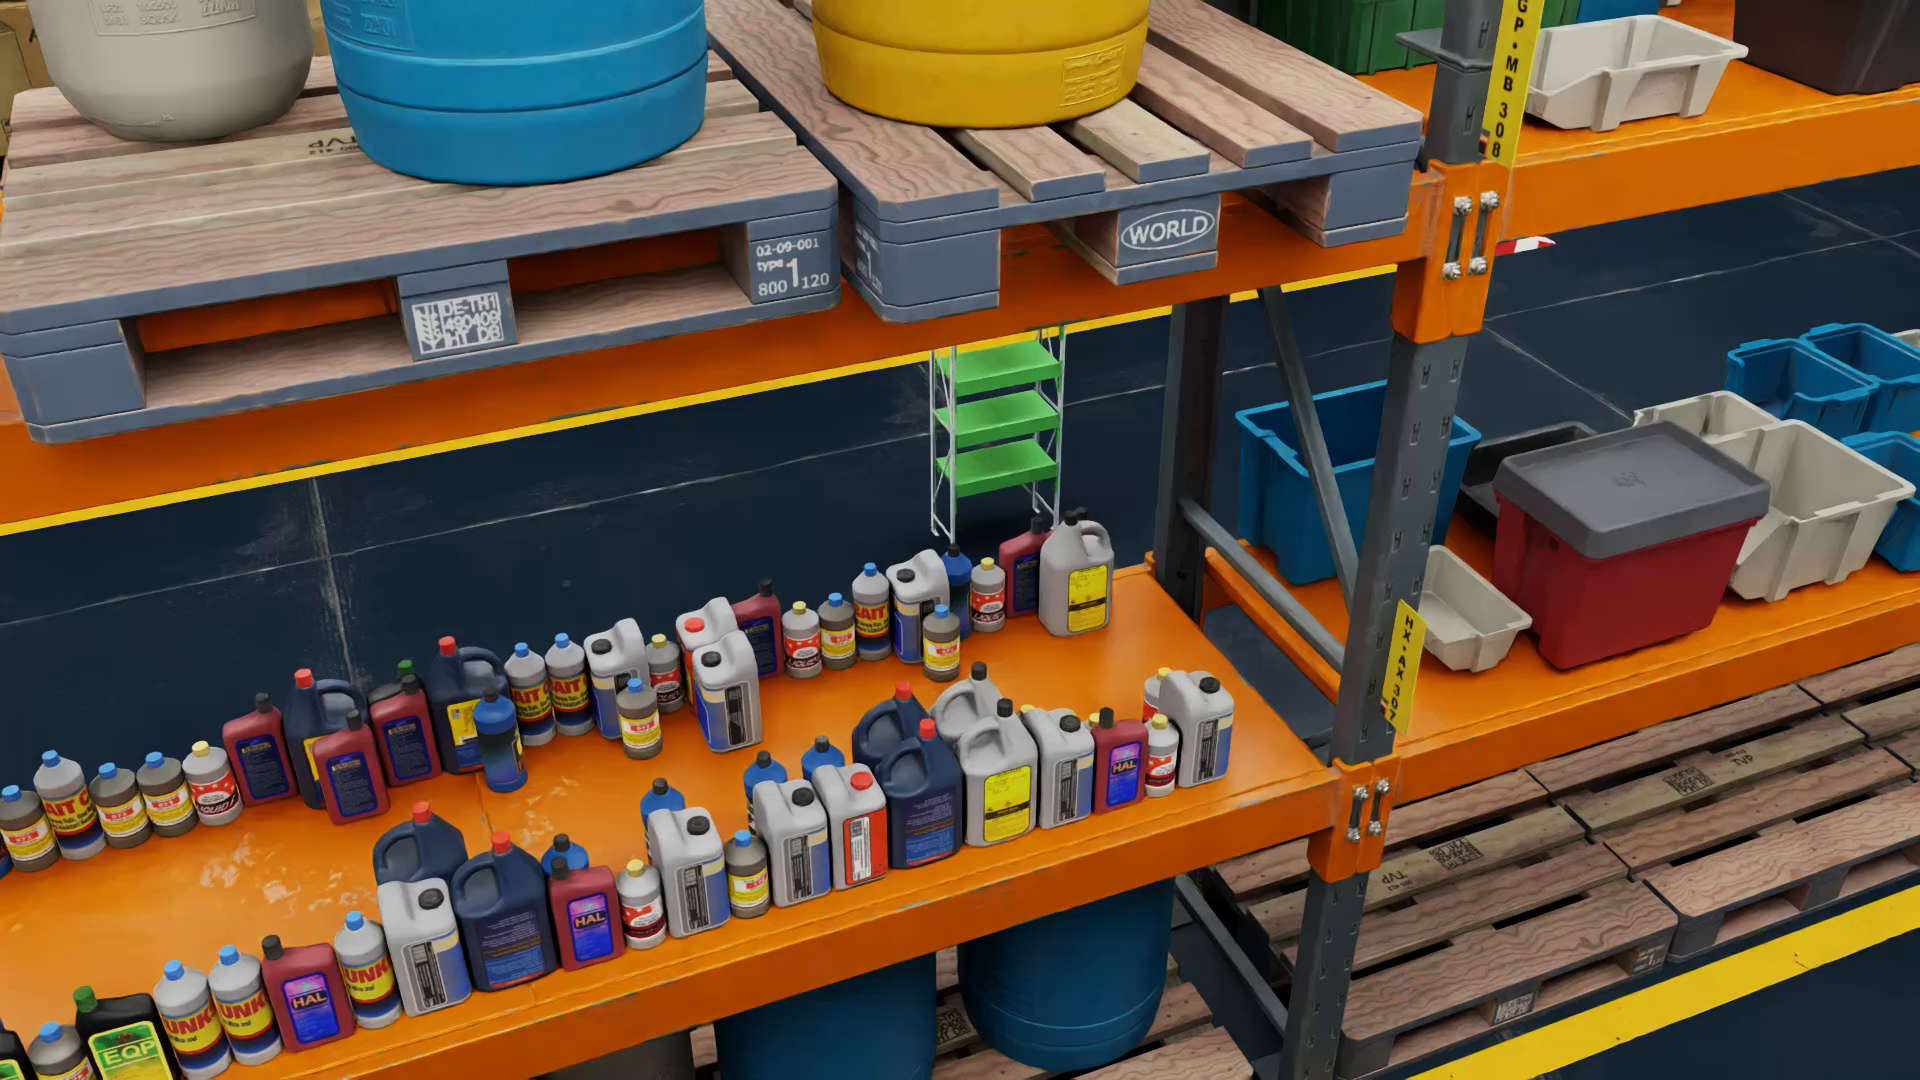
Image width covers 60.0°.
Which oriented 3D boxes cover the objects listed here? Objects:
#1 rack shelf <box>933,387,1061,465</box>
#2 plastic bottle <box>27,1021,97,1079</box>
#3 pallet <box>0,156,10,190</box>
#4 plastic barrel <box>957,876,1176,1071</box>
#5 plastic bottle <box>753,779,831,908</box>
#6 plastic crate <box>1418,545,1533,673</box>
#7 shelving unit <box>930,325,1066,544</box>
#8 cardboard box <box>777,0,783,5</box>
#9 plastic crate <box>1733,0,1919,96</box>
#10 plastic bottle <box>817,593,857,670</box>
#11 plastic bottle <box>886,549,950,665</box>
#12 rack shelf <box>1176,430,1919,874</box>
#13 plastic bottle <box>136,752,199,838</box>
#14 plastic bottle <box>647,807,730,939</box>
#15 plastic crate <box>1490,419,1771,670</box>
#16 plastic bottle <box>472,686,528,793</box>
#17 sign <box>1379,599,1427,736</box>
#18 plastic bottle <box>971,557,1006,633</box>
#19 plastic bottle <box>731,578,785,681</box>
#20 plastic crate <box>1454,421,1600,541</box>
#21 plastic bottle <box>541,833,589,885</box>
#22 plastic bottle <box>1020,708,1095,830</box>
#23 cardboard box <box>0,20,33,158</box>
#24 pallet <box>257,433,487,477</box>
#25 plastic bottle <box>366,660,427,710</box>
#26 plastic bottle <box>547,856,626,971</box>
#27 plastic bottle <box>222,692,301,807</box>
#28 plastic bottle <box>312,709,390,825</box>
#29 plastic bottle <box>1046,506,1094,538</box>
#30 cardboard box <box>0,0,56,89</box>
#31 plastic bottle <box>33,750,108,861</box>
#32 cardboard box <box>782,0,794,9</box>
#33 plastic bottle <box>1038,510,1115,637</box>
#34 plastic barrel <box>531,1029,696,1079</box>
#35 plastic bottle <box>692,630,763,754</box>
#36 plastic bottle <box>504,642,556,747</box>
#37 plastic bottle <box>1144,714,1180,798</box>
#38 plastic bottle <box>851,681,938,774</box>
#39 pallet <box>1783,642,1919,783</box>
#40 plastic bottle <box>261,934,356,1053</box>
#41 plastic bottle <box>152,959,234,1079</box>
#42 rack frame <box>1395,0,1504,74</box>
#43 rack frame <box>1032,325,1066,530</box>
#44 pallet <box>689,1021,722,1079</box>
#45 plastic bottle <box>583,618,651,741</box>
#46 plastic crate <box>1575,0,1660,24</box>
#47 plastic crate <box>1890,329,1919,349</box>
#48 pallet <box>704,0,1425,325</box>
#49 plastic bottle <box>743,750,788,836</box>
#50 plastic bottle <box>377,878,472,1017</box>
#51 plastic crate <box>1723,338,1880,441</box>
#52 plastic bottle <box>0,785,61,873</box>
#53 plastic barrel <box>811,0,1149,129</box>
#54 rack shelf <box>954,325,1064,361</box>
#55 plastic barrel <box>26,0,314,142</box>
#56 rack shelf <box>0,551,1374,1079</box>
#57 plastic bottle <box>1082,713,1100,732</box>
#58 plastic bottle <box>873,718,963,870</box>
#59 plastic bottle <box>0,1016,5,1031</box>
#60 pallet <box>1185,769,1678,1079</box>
[{"bbox_3d":[0.153,-0.484,7.011,0.480,0.148,0.258,-13,35,-19],"label":"rack shelf"},{"bbox_3d":[-1.698,0.994,3.154,0.097,0.201,0.097,0,33,0],"label":"plastic bottle"},{"bbox_3d":[-4.206,-1.613,7.155,1.003,0.211,1.213,-13,35,-19],"label":"pallet"},{"bbox_3d":[0.290,0.942,4.591,0.708,0.901,0.600,-13,35,-19],"label":"plastic barrel"},{"bbox_3d":[-0.365,0.642,3.627,0.135,0.276,0.152,-13,35,-19],"label":"plastic bottle"},{"bbox_3d":[1.283,0.191,4.393,0.243,0.136,0.396,-13,35,-19],"label":"plastic crate"},{"bbox_3d":[0.153,-0.538,6.976,0.503,1.200,0.258,-13,35,-19],"label":"shelving unit"},{"bbox_3d":[-0.754,-2.636,8.459,0.500,0.500,0.500,-12,35,-18],"label":"cardboard box"},{"bbox_3d":[2.050,-1.195,3.706,0.590,0.269,0.497,-13,35,-19],"label":"plastic crate"},{"bbox_3d":[-0.320,0.230,4.328,0.097,0.201,0.097,0,33,0],"label":"plastic bottle"},{"bbox_3d":[-0.113,0.167,4.356,0.135,0.276,0.152,-13,35,-19],"label":"plastic bottle"},{"bbox_3d":[2.643,0.011,5.142,4.000,0.370,1.077,-13,35,-19],"label":"rack shelf"},{"bbox_3d":[-1.817,0.573,3.802,0.097,0.201,0.097,0,33,0],"label":"plastic bottle"},{"bbox_3d":[-0.579,0.691,3.552,0.135,0.276,0.152,-13,35,-19],"label":"plastic bottle"},{"bbox_3d":[1.719,0.018,4.359,0.583,0.464,0.402,-13,35,-19],"label":"plastic crate"},{"bbox_3d":[-1.084,0.461,3.909,0.097,0.271,0.097,0,33,0],"label":"plastic bottle"},{"bbox_3d":[1.010,0.293,3.796,0.005,0.325,0.100,-13,35,-19],"label":"sign"},{"bbox_3d":[0.073,0.140,4.467,0.097,0.201,0.097,0,33,0],"label":"plastic bottle"},{"bbox_3d":[-0.523,0.231,4.251,0.133,0.283,0.061,-13,35,-19],"label":"plastic bottle"},{"bbox_3d":[1.727,-0.149,4.926,0.590,0.125,0.437,-13,35,-19],"label":"plastic crate"},{"bbox_3d":[-0.822,0.728,3.498,0.097,0.271,0.097,0,33,0],"label":"plastic bottle"},{"bbox_3d":[0.224,0.507,3.834,0.135,0.276,0.152,-13,35,-19],"label":"plastic bottle"},{"bbox_3d":[-4.266,-1.923,6.978,0.500,0.500,0.700,-26,41,-34],"label":"cardboard box"},{"bbox_3d":[-2.977,-0.740,8.194,1.213,0.211,1.003,-13,35,-19],"label":"pallet"},{"bbox_3d":[-1.334,0.417,3.966,0.133,0.283,0.061,-13,35,-19],"label":"plastic bottle"},{"bbox_3d":[-0.775,0.759,3.440,0.133,0.283,0.061,-13,35,-19],"label":"plastic bottle"},{"bbox_3d":[-1.628,0.484,3.863,0.133,0.283,0.061,-13,35,-19],"label":"plastic bottle"},{"bbox_3d":[-1.401,0.518,3.811,0.133,0.283,0.061,-13,35,-19],"label":"plastic bottle"},{"bbox_3d":[0.295,0.044,4.539,0.133,0.283,0.061,-13,35,-19],"label":"plastic bottle"},{"bbox_3d":[-5.996,-3.370,11.264,0.750,0.750,0.750,-13,35,-20],"label":"cardboard box"},{"bbox_3d":[-1.996,0.584,3.720,0.097,0.271,0.097,0,33,0],"label":"plastic bottle"},{"bbox_3d":[-0.540,-2.372,8.054,0.500,0.500,0.500,-12,35,-18],"label":"cardboard box"},{"bbox_3d":[0.311,0.072,4.433,0.185,0.351,0.144,-13,35,-19],"label":"plastic bottle"},{"bbox_3d":[-0.918,1.329,4.354,0.421,0.512,0.421,0,33,0],"label":"plastic barrel"},{"bbox_3d":[-0.570,0.362,4.057,0.135,0.276,0.152,-13,35,-19],"label":"plastic bottle"},{"bbox_3d":[-1.050,0.368,4.052,0.097,0.271,0.097,0,33,0],"label":"plastic bottle"},{"bbox_3d":[0.464,0.499,3.915,0.097,0.201,0.097,0,33,0],"label":"plastic bottle"},{"bbox_3d":[-0.148,0.478,3.811,0.185,0.351,0.144,-13,35,-19],"label":"plastic bottle"},{"bbox_3d":[3.711,0.611,6.118,1.213,0.211,1.003,-13,35,-19],"label":"pallet"},{"bbox_3d":[-1.282,0.876,3.261,0.133,0.283,0.061,-13,35,-19],"label":"plastic bottle"},{"bbox_3d":[-1.485,0.916,3.209,0.097,0.271,0.097,0,33,0],"label":"plastic bottle"},{"bbox_3d":[0.799,-2.383,2.661,0.127,3.000,1.000,-13,35,-19],"label":"rack frame"},{"bbox_3d":[0.378,-0.589,7.056,0.015,1.200,0.240,-13,35,-19],"label":"rack frame"},{"bbox_3d":[-1.055,1.702,4.440,1.213,0.211,1.003,-13,35,-19],"label":"pallet"},{"bbox_3d":[-0.843,0.335,4.099,0.135,0.276,0.152,-13,35,-19],"label":"plastic bottle"},{"bbox_3d":[1.515,-1.408,4.067,0.300,0.233,0.416,-13,35,-19],"label":"plastic crate"},{"bbox_3d":[3.178,-0.571,5.564,0.298,0.136,0.250,-13,35,-19],"label":"plastic crate"},{"bbox_3d":[0.114,-0.832,3.200,1.003,0.211,1.213,-13,35,-19],"label":"pallet"},{"bbox_3d":[-0.431,0.585,3.719,0.097,0.271,0.097,0,33,0],"label":"plastic bottle"},{"bbox_3d":[-1.087,0.807,3.373,0.135,0.276,0.152,-13,35,-19],"label":"plastic bottle"},{"bbox_3d":[2.641,-0.440,5.274,0.300,0.233,0.416,-13,35,-19],"label":"plastic crate"},{"bbox_3d":[-2.086,0.634,3.707,0.097,0.201,0.097,0,33,0],"label":"plastic bottle"},{"bbox_3d":[0.036,-1.086,2.860,0.600,0.588,0.600,0,33,0],"label":"plastic barrel"},{"bbox_3d":[0.153,-0.887,6.750,0.480,0.148,0.258,-13,35,-19],"label":"rack shelf"},{"bbox_3d":[-1.313,-0.964,2.721,0.433,0.535,0.433,0,33,0],"label":"plastic barrel"},{"bbox_3d":[-1.045,0.856,3.844,4.000,0.370,1.077,-13,35,-19],"label":"rack shelf"},{"bbox_3d":[0.318,0.497,3.918,0.097,0.201,0.097,0,33,0],"label":"plastic bottle"},{"bbox_3d":[-0.093,0.550,3.699,0.185,0.351,0.144,-13,35,-19],"label":"plastic bottle"},{"bbox_3d":[-1.845,0.963,3.138,0.097,0.271,0.097,0,33,0],"label":"plastic bottle"},{"bbox_3d":[1.462,1.126,5.326,1.213,0.211,1.003,-13,35,-19],"label":"pallet"}]
